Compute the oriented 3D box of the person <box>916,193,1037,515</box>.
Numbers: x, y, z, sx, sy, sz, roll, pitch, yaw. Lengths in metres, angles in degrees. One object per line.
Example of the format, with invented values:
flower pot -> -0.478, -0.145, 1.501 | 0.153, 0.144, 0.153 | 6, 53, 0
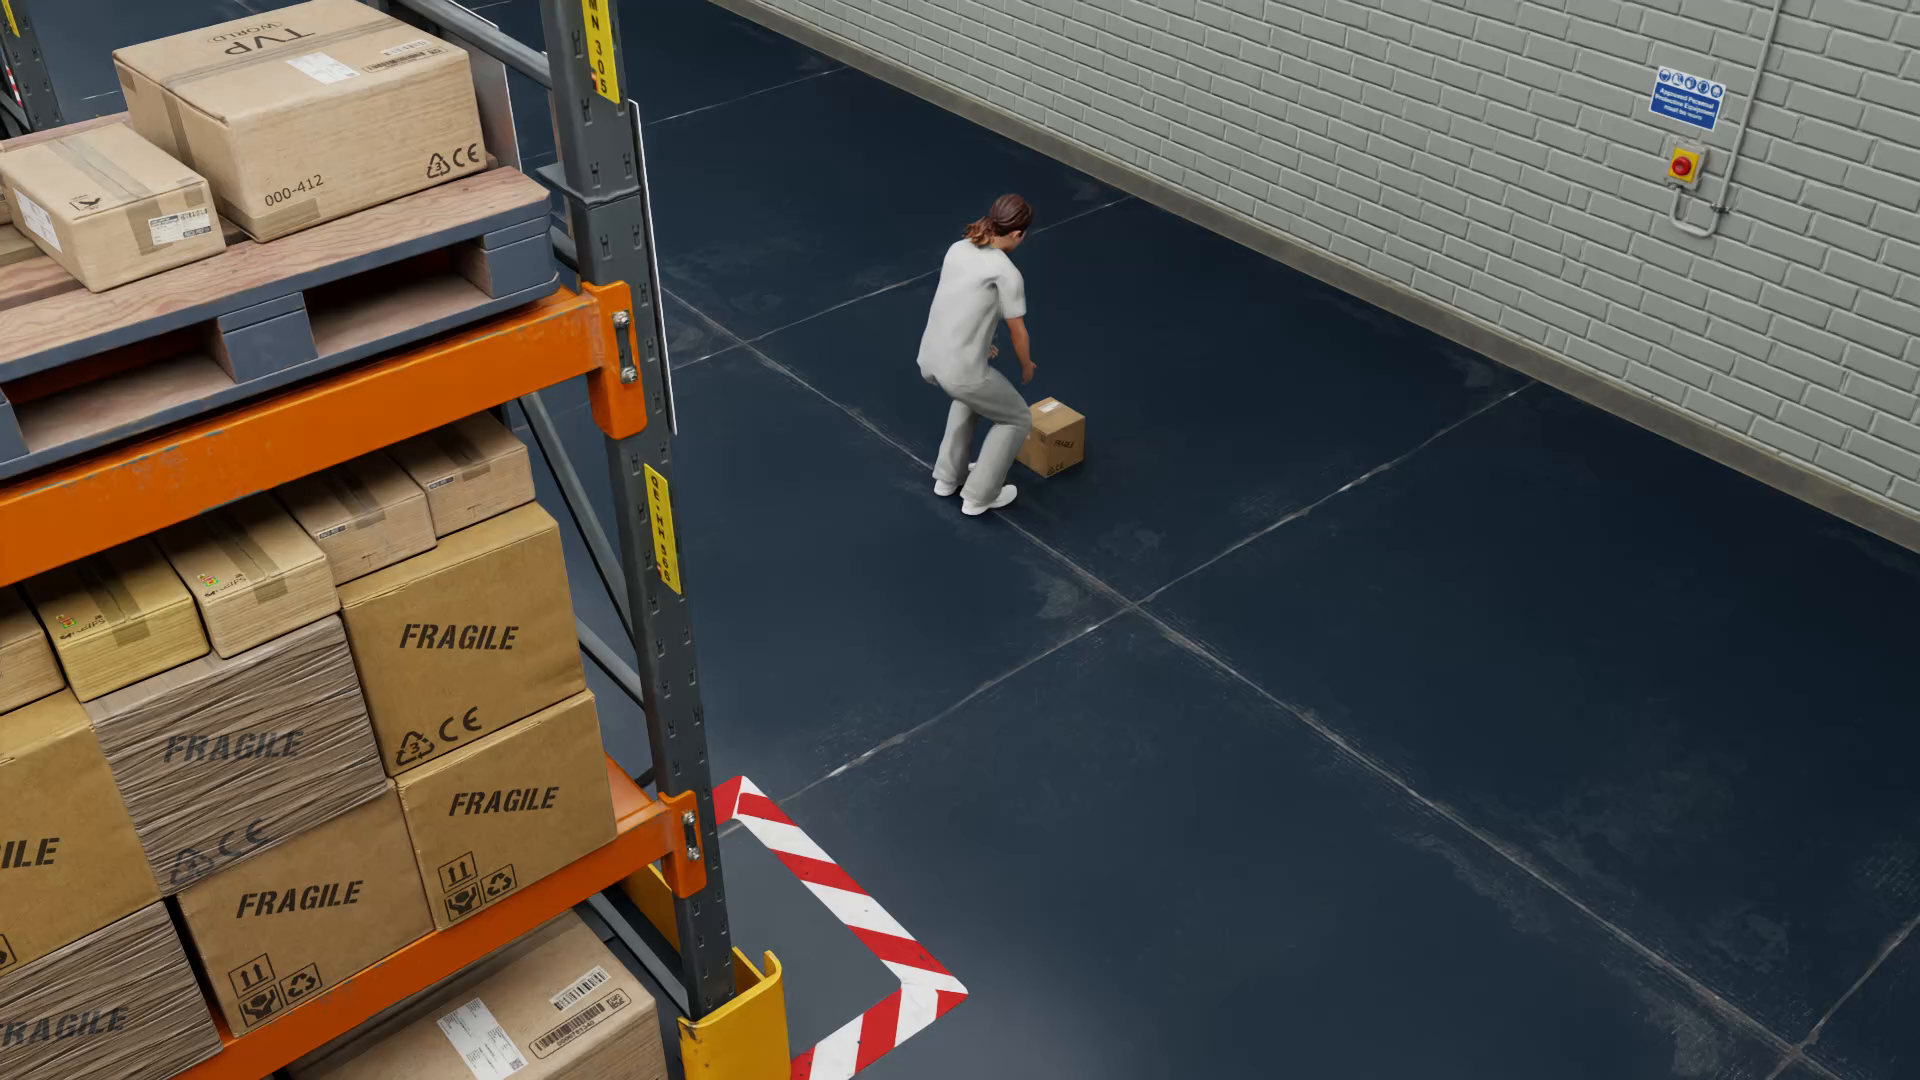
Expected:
person -> 0.077, -0.830, 7.492 | 0.596, 1.444, 0.489 | -26, 43, -31
